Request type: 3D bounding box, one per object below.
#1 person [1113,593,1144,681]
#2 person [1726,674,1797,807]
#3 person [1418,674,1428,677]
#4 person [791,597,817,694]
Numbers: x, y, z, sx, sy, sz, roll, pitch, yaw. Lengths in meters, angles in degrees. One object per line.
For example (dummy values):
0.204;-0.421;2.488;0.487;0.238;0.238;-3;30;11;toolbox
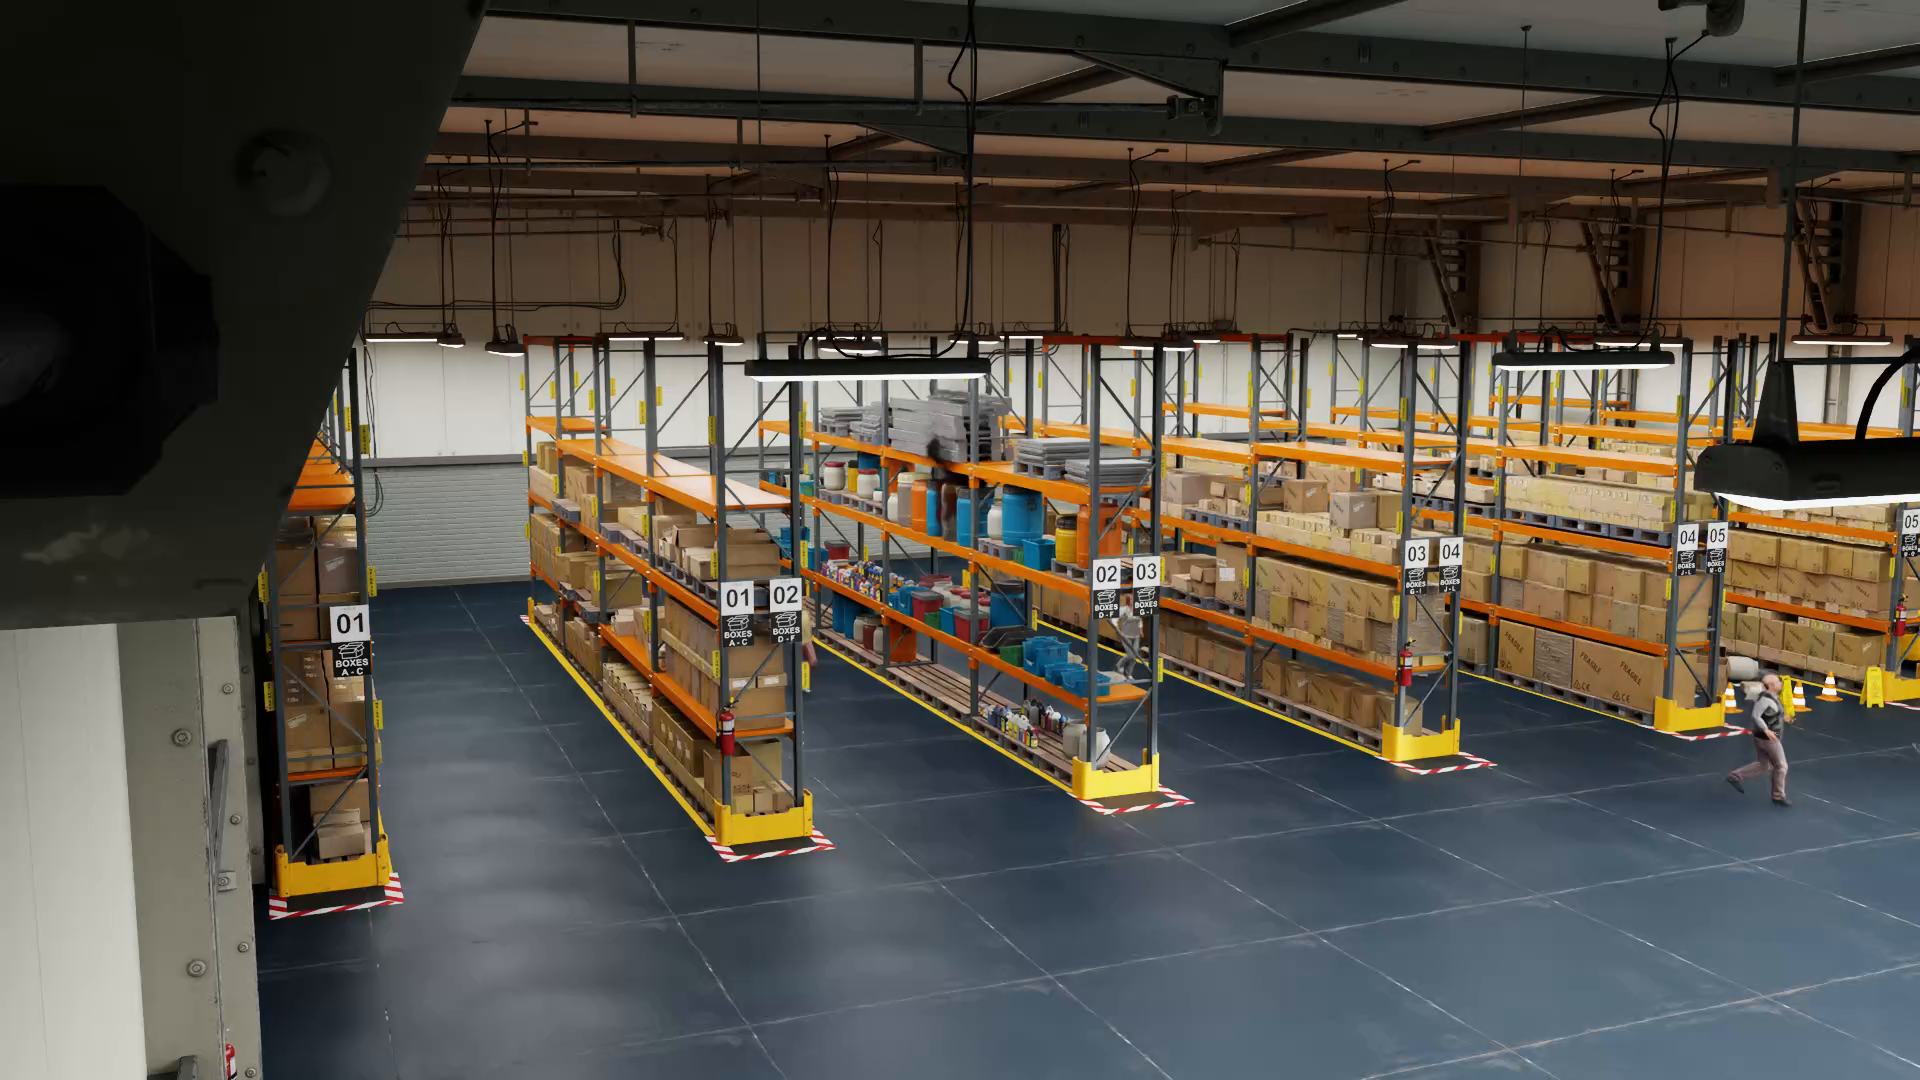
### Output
2.957;1.708;29.066;0.559;1.564;0.489;-4;8;-25;person
10.527;2.602;21.769;0.862;1.731;0.652;3;8;20;person
8.073;1.534;29.654;0.682;1.753;0.769;-5;9;-33;person
-2.671;1.775;28.149;0.561;1.678;0.620;-5;9;-32;person
